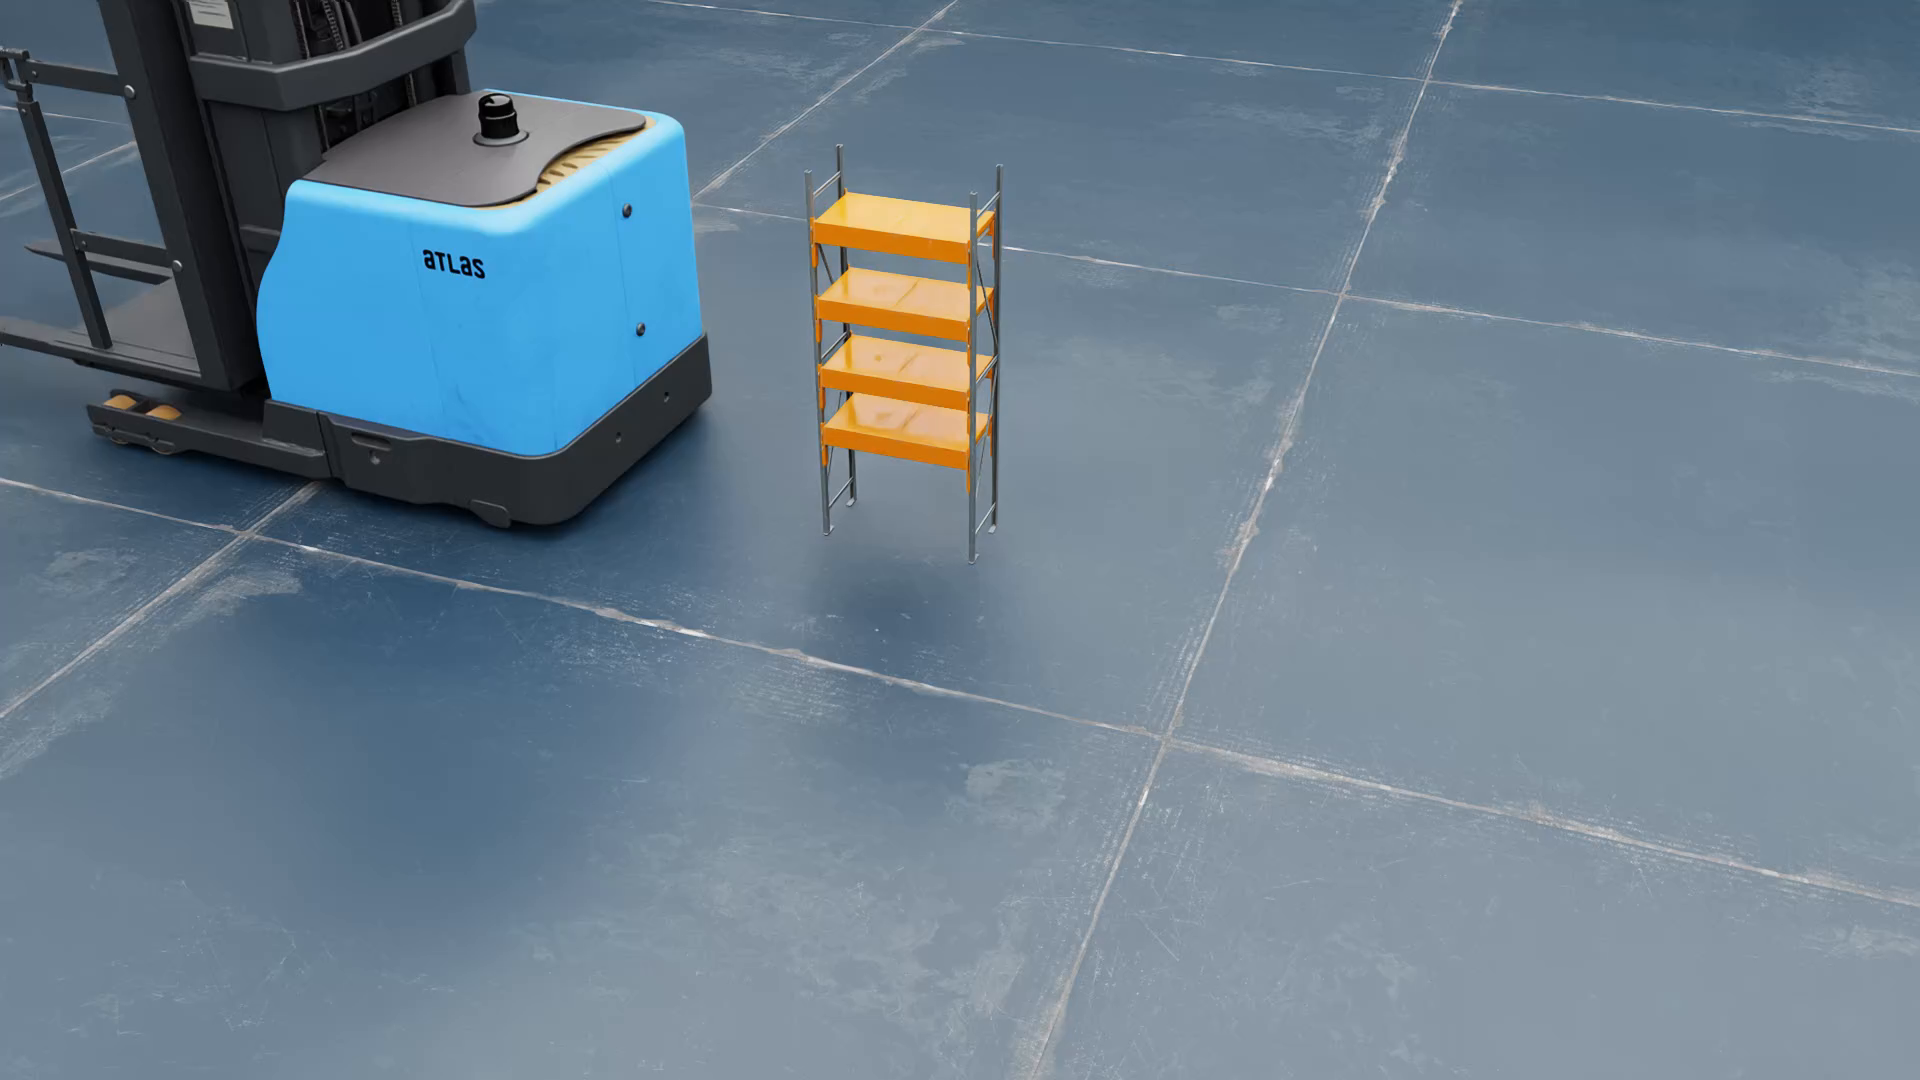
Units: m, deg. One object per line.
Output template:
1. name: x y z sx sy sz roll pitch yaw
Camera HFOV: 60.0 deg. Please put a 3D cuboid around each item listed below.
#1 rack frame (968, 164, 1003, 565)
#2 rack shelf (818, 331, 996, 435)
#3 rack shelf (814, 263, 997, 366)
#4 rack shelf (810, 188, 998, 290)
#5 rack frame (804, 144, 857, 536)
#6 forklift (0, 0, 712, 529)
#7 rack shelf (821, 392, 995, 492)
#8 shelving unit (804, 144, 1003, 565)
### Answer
1. rack frame: 0.074 -0.490 4.902 0.015 1.200 0.240 11 34 16
2. rack shelf: -0.156 -0.478 5.008 0.480 0.148 0.258 11 34 16
3. rack shelf: -0.156 -0.666 4.887 0.480 0.148 0.258 11 34 16
4. rack shelf: -0.156 -0.864 4.758 0.480 0.148 0.258 11 34 16
5. rack frame: -0.386 -0.579 5.041 0.015 1.200 0.240 11 34 16
6. forklift: -2.451 -1.773 5.295 3.031 2.935 1.130 12 35 18
7. rack shelf: -0.156 -0.311 5.116 0.480 0.148 0.258 11 34 16
8. shelving unit: -0.156 -0.534 4.971 0.503 1.200 0.258 11 34 16
